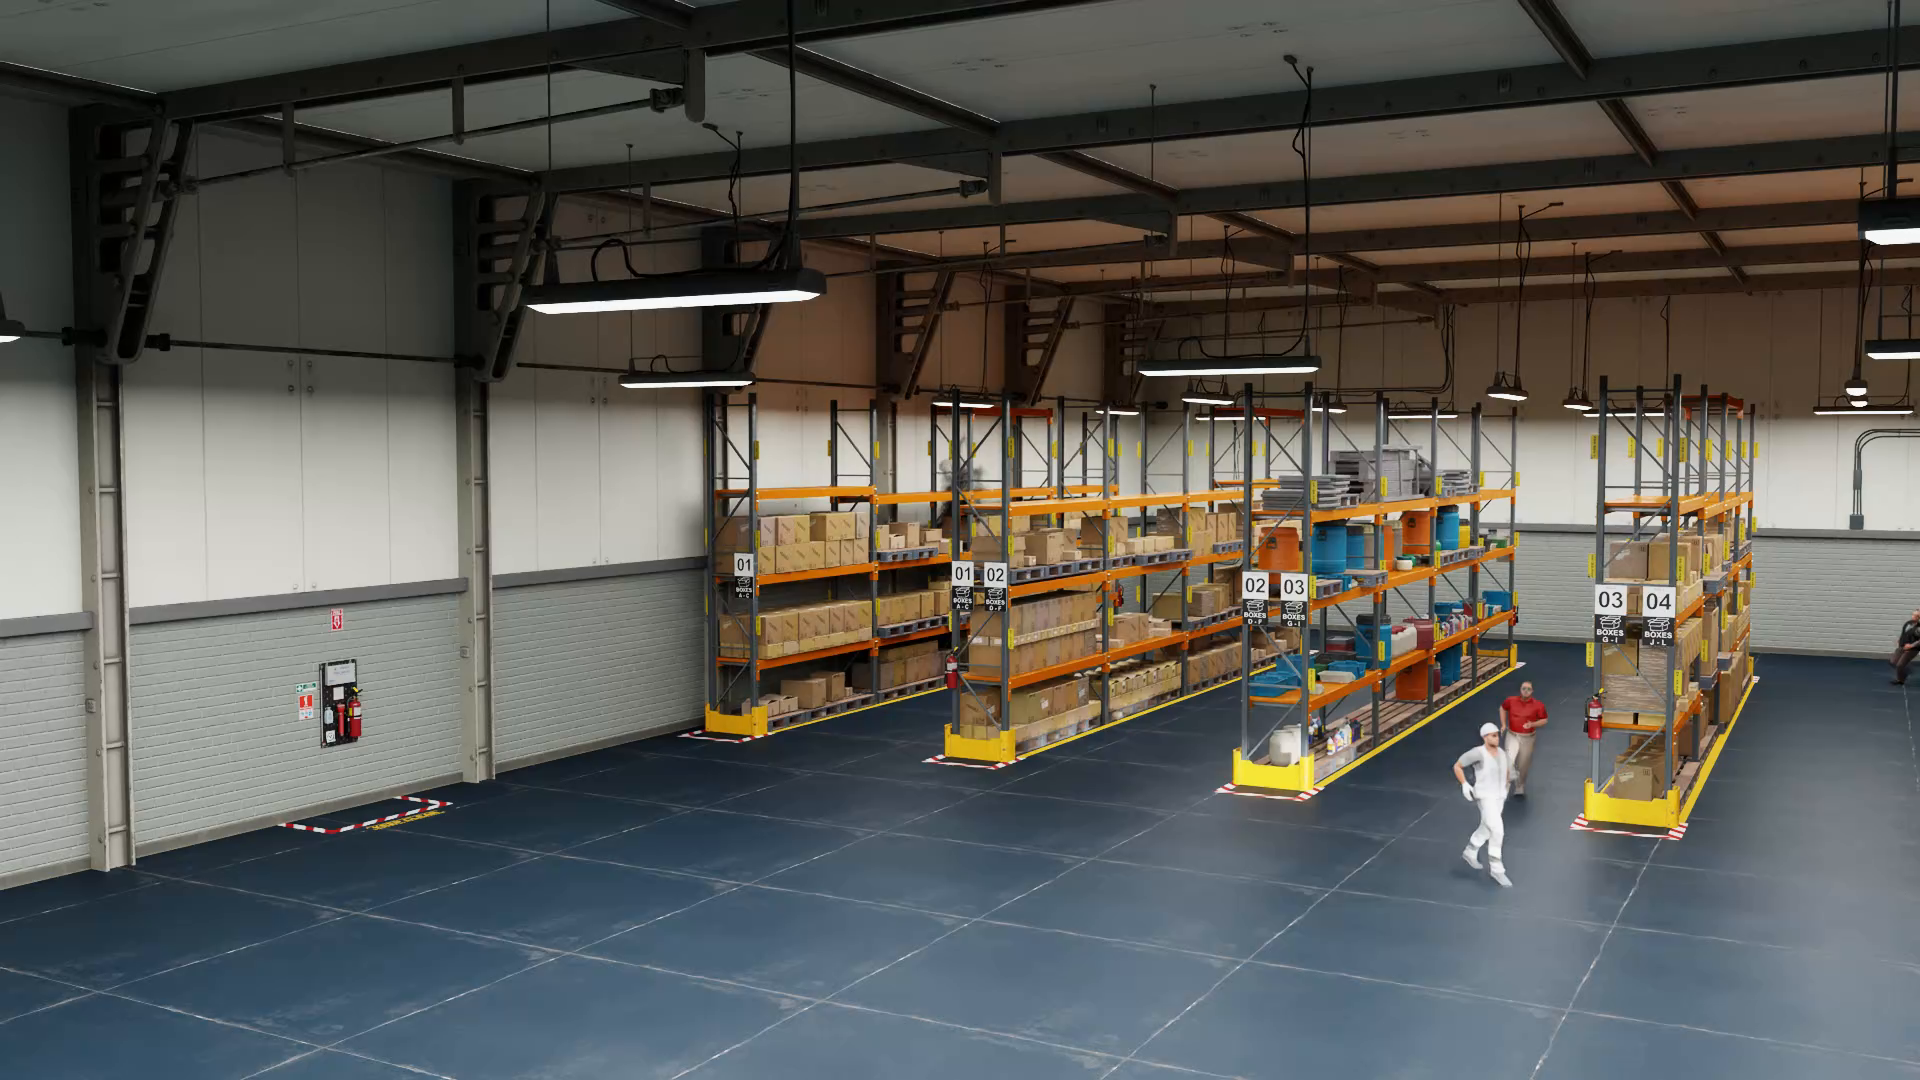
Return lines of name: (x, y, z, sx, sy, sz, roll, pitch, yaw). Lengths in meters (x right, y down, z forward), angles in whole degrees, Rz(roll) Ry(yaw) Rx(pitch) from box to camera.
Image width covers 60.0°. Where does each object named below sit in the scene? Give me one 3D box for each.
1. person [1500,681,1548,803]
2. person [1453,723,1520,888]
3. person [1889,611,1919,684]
person: (8.028, 2.887, 23.740, 0.673, 1.776, 0.789, 1, 3, 20)
person: (6.156, 3.044, 19.373, 0.649, 1.835, 0.839, -2, 4, -33)
person: (20.107, 2.287, 35.269, 0.570, 1.616, 0.848, -1, 3, -18)
